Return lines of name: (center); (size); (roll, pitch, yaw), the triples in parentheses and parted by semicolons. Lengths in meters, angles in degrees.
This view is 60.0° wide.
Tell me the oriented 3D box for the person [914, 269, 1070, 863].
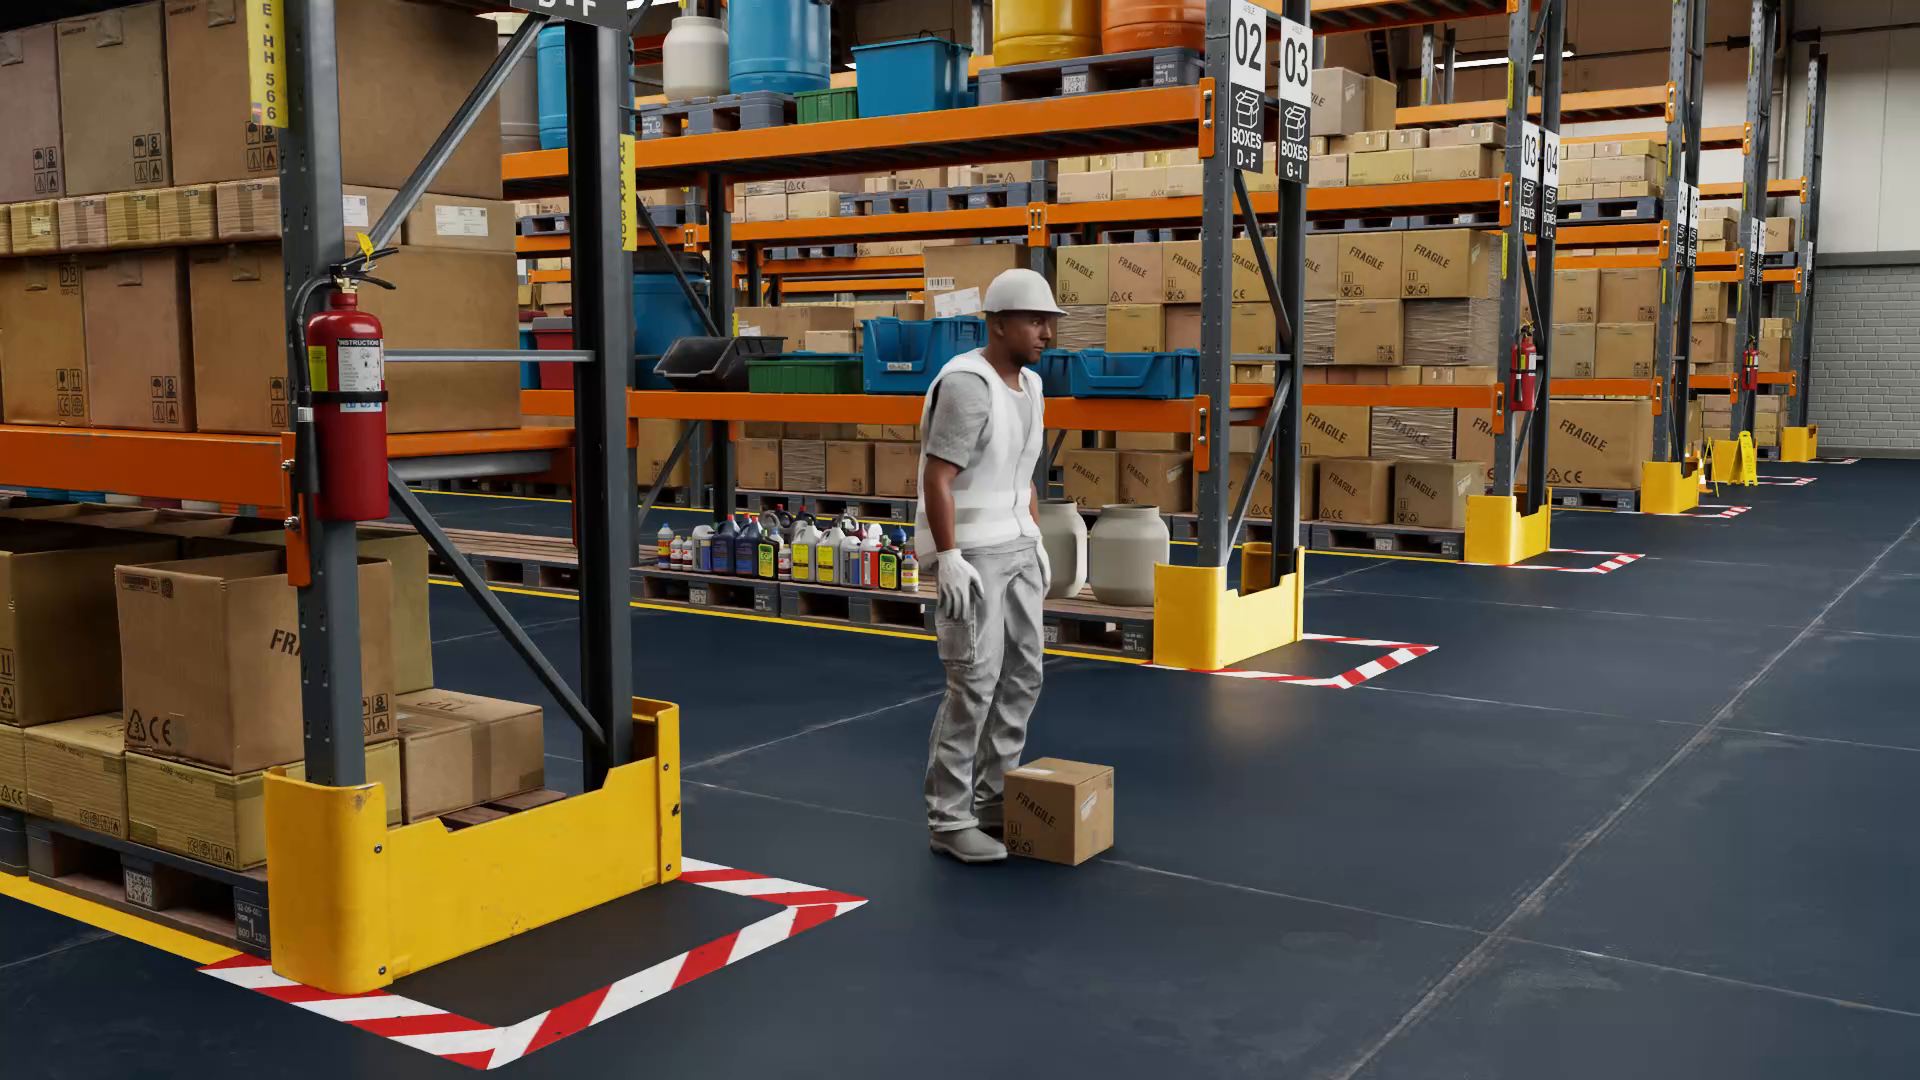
person: (0.106, 0.060, 5.134); (0.452, 1.772, 0.617); (4, 7, 31)
